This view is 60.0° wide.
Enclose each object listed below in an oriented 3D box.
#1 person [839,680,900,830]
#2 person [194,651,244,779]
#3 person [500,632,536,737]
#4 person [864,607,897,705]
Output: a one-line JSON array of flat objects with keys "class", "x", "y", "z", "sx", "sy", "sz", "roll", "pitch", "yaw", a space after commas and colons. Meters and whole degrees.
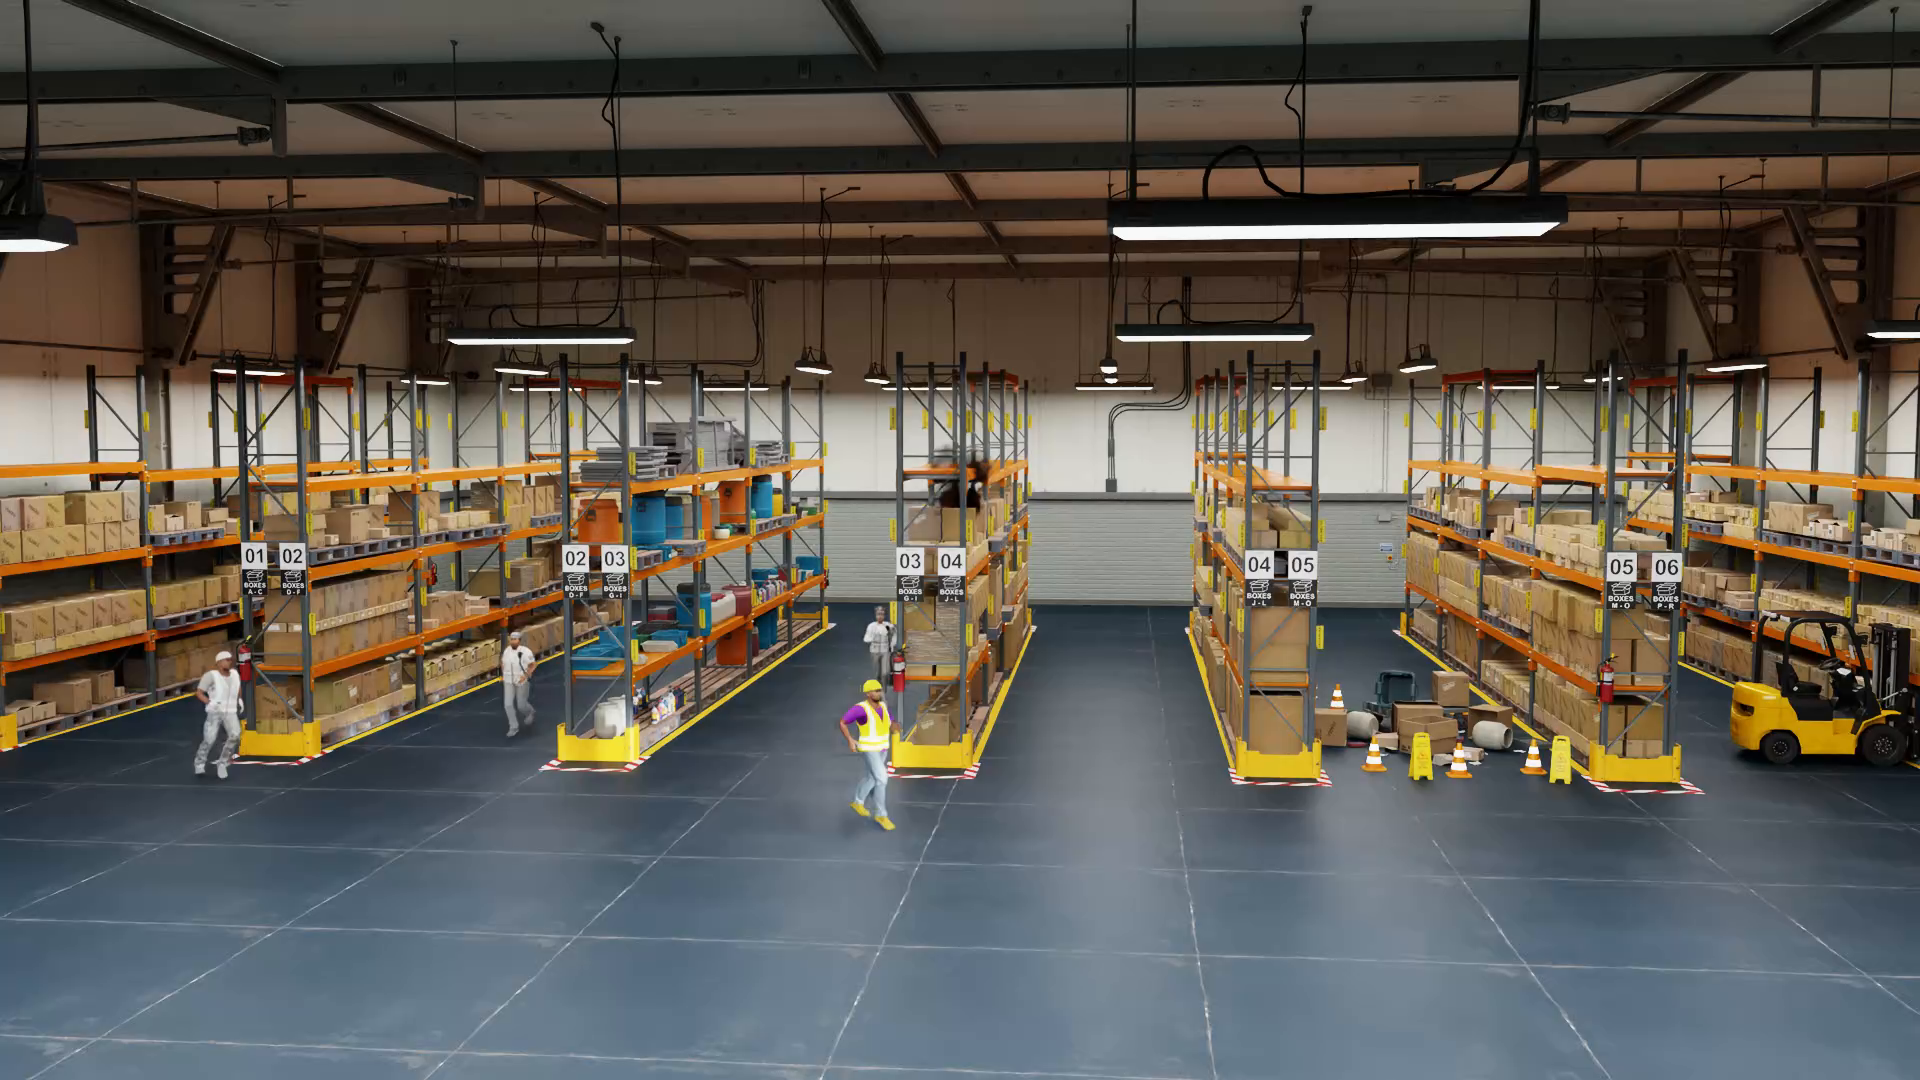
[{"class": "person", "x": -1.087, "y": 2.641, "z": 20.690, "sx": 0.817, "sy": 1.821, "sz": 0.677, "roll": 3, "pitch": 5, "yaw": 35}, {"class": "person", "x": -10.441, "y": 2.463, "z": 23.544, "sx": 0.668, "sy": 1.786, "sz": 0.743, "roll": 3, "pitch": 5, "yaw": 40}, {"class": "person", "x": -7.118, "y": 2.290, "z": 26.752, "sx": 0.618, "sy": 1.648, "sz": 0.720, "roll": 0, "pitch": 4, "yaw": 5}, {"class": "person", "x": -1.408, "y": 2.045, "z": 29.599, "sx": 0.596, "sy": 1.740, "sz": 0.720, "roll": 0, "pitch": 4, "yaw": 3}]
